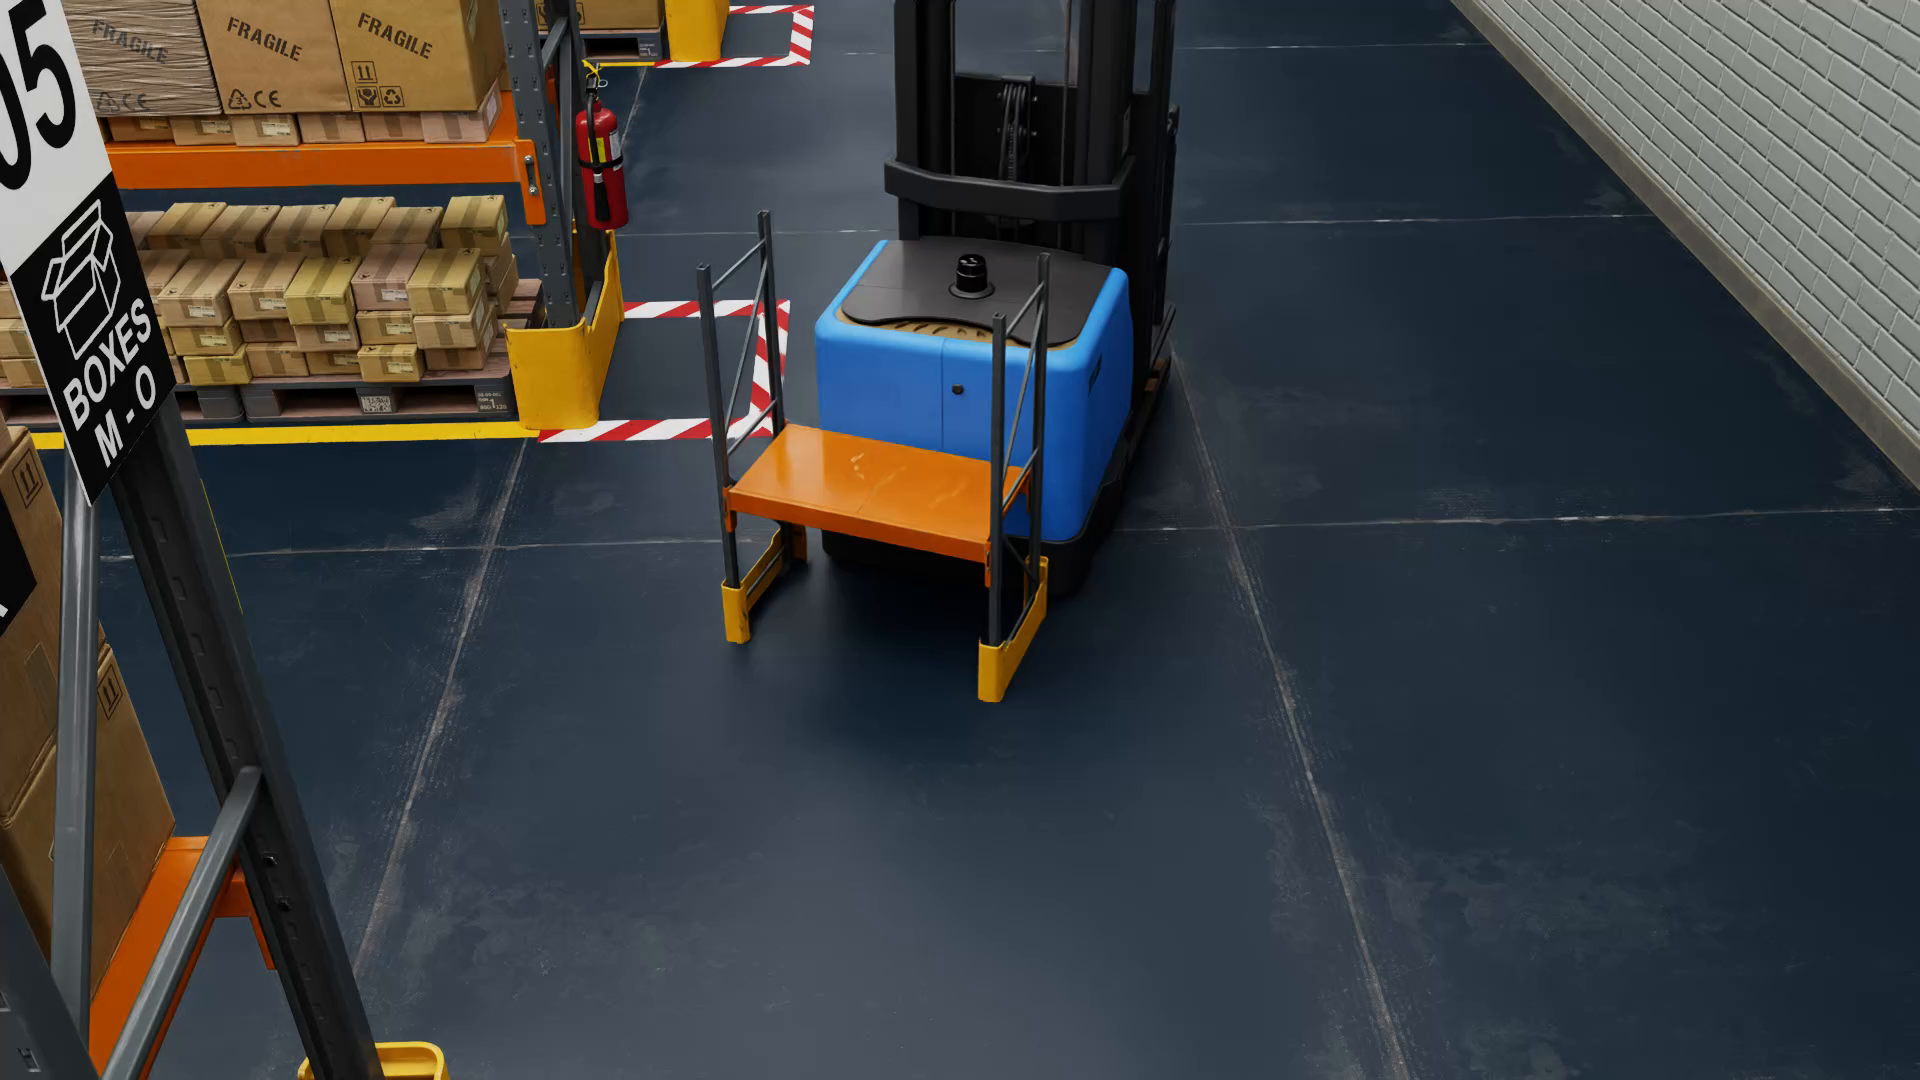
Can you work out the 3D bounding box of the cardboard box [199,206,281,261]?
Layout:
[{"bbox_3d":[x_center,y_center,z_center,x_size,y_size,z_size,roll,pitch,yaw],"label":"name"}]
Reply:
[{"bbox_3d":[-3.349,-1.421,7.781,0.250,0.149,0.380,0,35,0],"label":"cardboard box"}]

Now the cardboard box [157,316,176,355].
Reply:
[{"bbox_3d":[-3.567,-0.977,7.400,0.250,0.149,0.380,0,35,0],"label":"cardboard box"}]

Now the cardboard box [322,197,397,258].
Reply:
[{"bbox_3d":[-2.828,-1.477,7.862,0.250,0.149,0.380,-2,35,-2],"label":"cardboard box"}]

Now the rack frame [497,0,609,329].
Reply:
[{"bbox_3d":[-1.761,-2.063,7.095,0.127,3.000,1.000,-2,35,-2],"label":"rack frame"}]

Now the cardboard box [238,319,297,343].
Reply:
[{"bbox_3d":[-3.067,-1.046,7.500,0.250,0.149,0.380,-2,35,-3],"label":"cardboard box"}]

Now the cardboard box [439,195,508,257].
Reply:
[{"bbox_3d":[-2.301,-1.487,7.876,0.250,0.149,0.380,-3,35,-4],"label":"cardboard box"}]

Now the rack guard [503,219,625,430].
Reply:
[{"bbox_3d":[-1.837,-1.033,7.804,0.348,0.500,1.175,-2,35,-2],"label":"rack guard"}]

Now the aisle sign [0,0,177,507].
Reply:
[{"bbox_3d":[-1.368,-0.488,2.534,0.004,0.787,0.394,-2,35,-2],"label":"aisle sign"}]

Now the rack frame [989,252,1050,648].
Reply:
[{"bbox_3d":[0.199,-0.196,5.715,0.032,1.500,0.500,12,36,16],"label":"rack frame"}]

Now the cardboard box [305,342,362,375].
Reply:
[{"bbox_3d":[-2.797,-0.908,7.562,0.250,0.149,0.380,-2,35,-2],"label":"cardboard box"}]

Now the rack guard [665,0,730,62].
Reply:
[{"bbox_3d":[-1.871,-3.858,11.885,0.348,0.500,1.175,-2,35,-2],"label":"rack guard"}]

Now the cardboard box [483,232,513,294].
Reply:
[{"bbox_3d":[-2.297,-1.318,7.893,0.250,0.149,0.380,0,35,0],"label":"cardboard box"}]

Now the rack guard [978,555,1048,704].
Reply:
[{"bbox_3d":[0.197,0.318,6.071,0.087,0.250,0.587,12,36,16],"label":"rack guard"}]

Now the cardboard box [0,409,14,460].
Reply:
[{"bbox_3d":[-1.794,-0.119,2.749,0.250,0.149,0.380,-1,35,-1],"label":"cardboard box"}]

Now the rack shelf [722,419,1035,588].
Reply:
[{"bbox_3d":[-0.279,-0.147,5.960,1.000,0.185,0.538,12,36,16],"label":"rack shelf"}]

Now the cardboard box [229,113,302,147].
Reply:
[{"bbox_3d":[-2.827,-1.769,6.892,0.250,0.149,0.380,-1,35,-1],"label":"cardboard box"}]

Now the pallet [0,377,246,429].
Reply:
[{"bbox_3d":[-3.866,-0.881,7.838,1.213,0.211,1.003,-2,35,-2],"label":"pallet"}]

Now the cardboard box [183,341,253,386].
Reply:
[{"bbox_3d":[-3.295,-0.851,7.481,0.250,0.149,0.380,-3,35,-4],"label":"cardboard box"}]

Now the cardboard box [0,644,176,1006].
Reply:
[{"bbox_3d":[-1.919,0.557,3.222,0.500,0.500,0.500,-2,35,-3],"label":"cardboard box"}]

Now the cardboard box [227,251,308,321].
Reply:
[{"bbox_3d":[-3.046,-1.125,7.354,0.250,0.149,0.380,-3,35,-4],"label":"cardboard box"}]

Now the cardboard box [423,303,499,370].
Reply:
[{"bbox_3d":[-2.277,-0.931,7.595,0.250,0.149,0.380,-1,35,-1],"label":"cardboard box"}]

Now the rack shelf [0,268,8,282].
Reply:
[{"bbox_3d":[-3.424,-0.136,2.307,4.000,0.370,1.077,-2,35,-2],"label":"rack shelf"}]

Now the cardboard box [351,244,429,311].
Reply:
[{"bbox_3d":[-2.532,-1.176,7.426,0.250,0.149,0.380,-1,35,-1],"label":"cardboard box"}]

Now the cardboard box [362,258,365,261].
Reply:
[{"bbox_3d":[-2.813,-1.285,7.846,0.250,0.149,0.380,-1,35,-2],"label":"cardboard box"}]

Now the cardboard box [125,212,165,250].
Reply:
[{"bbox_3d":[-3.861,-1.379,7.720,0.250,0.149,0.380,-1,35,-2],"label":"cardboard box"}]

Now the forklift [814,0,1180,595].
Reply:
[{"bbox_3d":[0.352,-1.832,6.821,1.130,2.935,3.031,9,36,13],"label":"forklift"}]

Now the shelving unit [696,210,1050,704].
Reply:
[{"bbox_3d":[-0.271,-0.293,5.855,1.083,1.500,0.587,12,36,16],"label":"shelving unit"}]

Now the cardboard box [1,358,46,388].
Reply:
[{"bbox_3d":[-4.084,-0.841,7.465,0.250,0.149,0.380,-2,35,-4],"label":"cardboard box"}]

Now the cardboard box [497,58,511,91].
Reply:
[{"bbox_3d":[-2.100,-2.137,7.423,0.250,0.149,0.380,-2,35,-3],"label":"cardboard box"}]

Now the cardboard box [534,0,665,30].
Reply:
[{"bbox_3d":[-2.530,-4.121,11.568,0.875,0.875,0.875,-2,35,-2],"label":"cardboard box"}]

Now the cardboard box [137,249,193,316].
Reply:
[{"bbox_3d":[-3.580,-1.143,7.378,0.250,0.149,0.380,-3,35,-4],"label":"cardboard box"}]

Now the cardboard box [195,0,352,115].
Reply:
[{"bbox_3d":[-2.713,-2.057,6.737,0.500,0.500,0.500,-2,35,-3],"label":"cardboard box"}]

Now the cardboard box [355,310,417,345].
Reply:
[{"bbox_3d":[-2.538,-1.033,7.481,0.250,0.149,0.380,-2,35,-3],"label":"cardboard box"}]

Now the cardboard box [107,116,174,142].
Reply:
[{"bbox_3d":[-3.364,-1.806,6.944,0.250,0.149,0.380,-3,35,-4],"label":"cardboard box"}]

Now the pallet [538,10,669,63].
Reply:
[{"bbox_3d":[-2.690,-3.672,11.871,1.213,0.211,1.003,-2,35,-2],"label":"pallet"}]

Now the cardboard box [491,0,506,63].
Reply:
[{"bbox_3d":[-2.223,-2.371,7.191,0.500,0.500,0.500,0,35,0],"label":"cardboard box"}]

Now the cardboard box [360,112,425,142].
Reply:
[{"bbox_3d":[-2.324,-1.805,6.943,0.250,0.149,0.380,-2,35,-2],"label":"cardboard box"}]
